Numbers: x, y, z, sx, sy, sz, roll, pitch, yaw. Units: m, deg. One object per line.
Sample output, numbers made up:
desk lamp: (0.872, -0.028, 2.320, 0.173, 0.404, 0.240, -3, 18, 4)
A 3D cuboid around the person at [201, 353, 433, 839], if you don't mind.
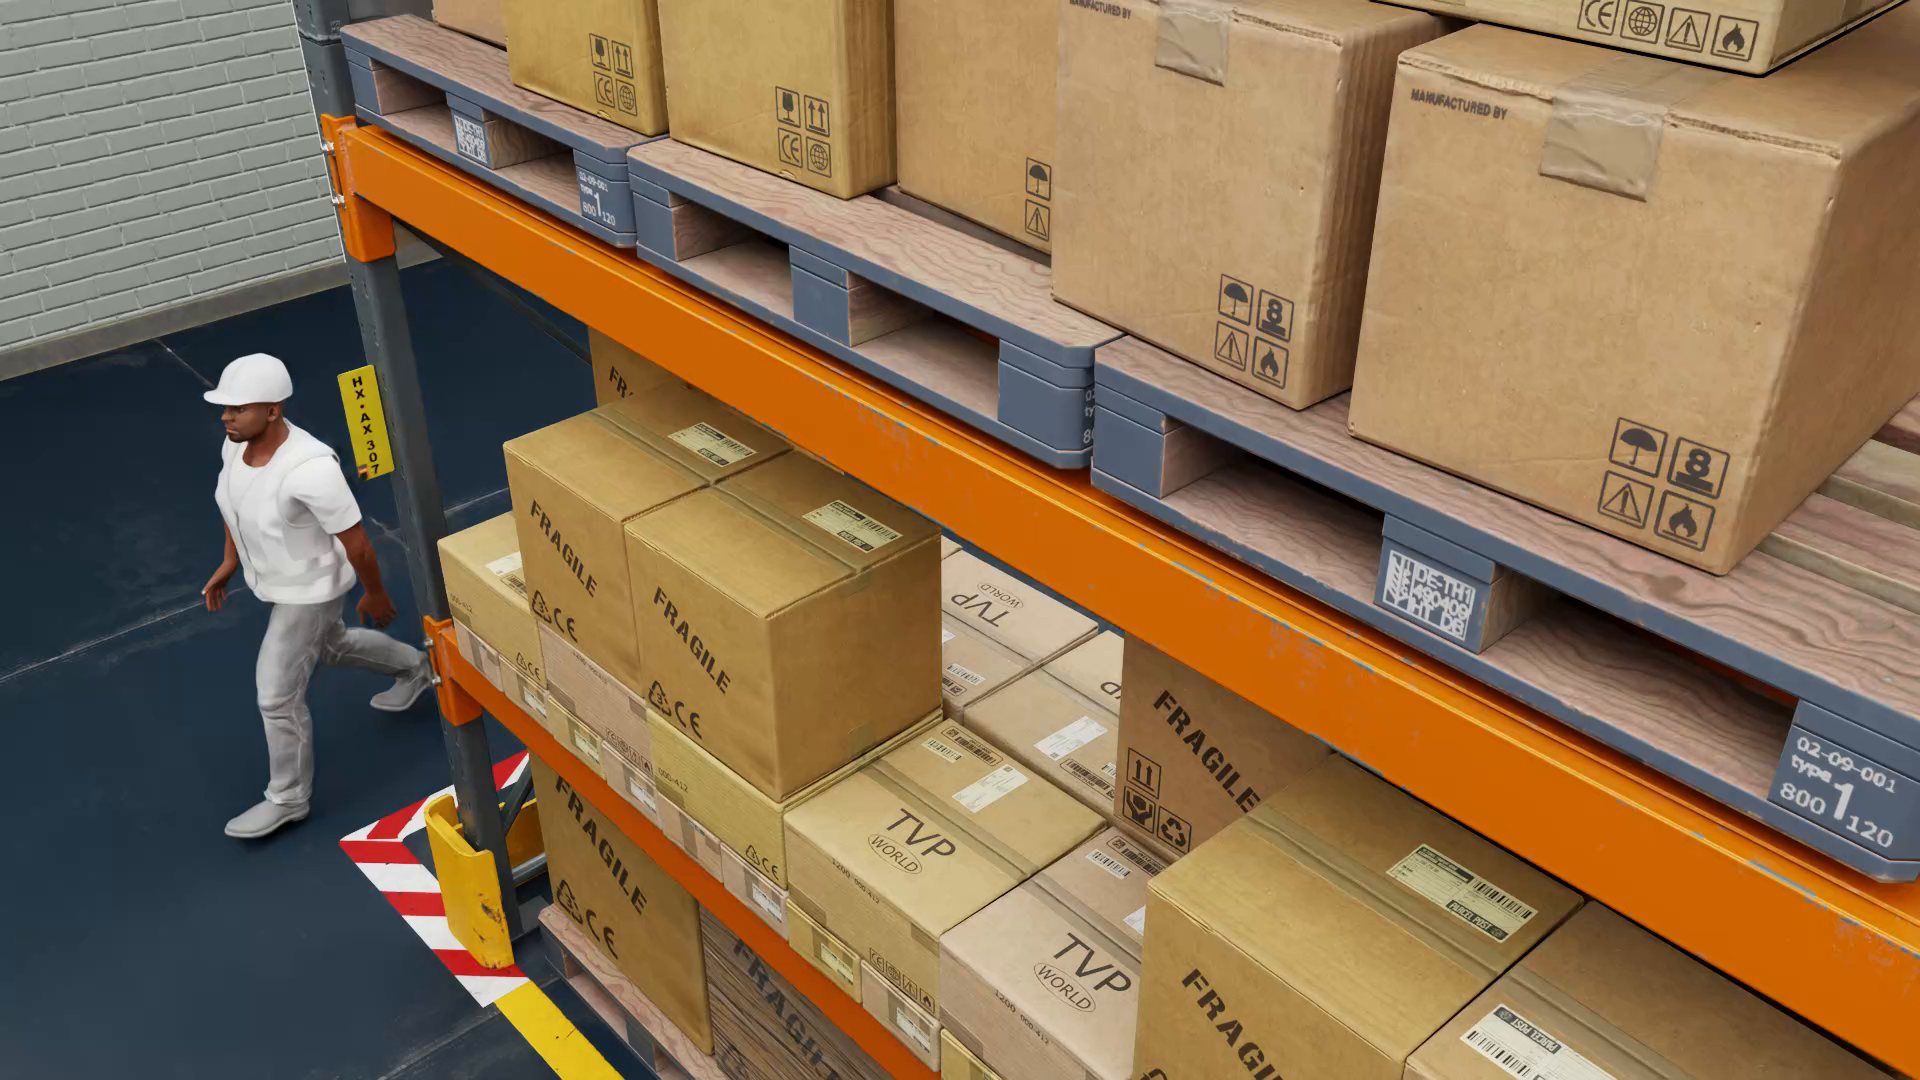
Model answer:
person: (-2.349, 0.135, 5.896, 0.588, 1.725, 1.030, 25, 39, 34)
